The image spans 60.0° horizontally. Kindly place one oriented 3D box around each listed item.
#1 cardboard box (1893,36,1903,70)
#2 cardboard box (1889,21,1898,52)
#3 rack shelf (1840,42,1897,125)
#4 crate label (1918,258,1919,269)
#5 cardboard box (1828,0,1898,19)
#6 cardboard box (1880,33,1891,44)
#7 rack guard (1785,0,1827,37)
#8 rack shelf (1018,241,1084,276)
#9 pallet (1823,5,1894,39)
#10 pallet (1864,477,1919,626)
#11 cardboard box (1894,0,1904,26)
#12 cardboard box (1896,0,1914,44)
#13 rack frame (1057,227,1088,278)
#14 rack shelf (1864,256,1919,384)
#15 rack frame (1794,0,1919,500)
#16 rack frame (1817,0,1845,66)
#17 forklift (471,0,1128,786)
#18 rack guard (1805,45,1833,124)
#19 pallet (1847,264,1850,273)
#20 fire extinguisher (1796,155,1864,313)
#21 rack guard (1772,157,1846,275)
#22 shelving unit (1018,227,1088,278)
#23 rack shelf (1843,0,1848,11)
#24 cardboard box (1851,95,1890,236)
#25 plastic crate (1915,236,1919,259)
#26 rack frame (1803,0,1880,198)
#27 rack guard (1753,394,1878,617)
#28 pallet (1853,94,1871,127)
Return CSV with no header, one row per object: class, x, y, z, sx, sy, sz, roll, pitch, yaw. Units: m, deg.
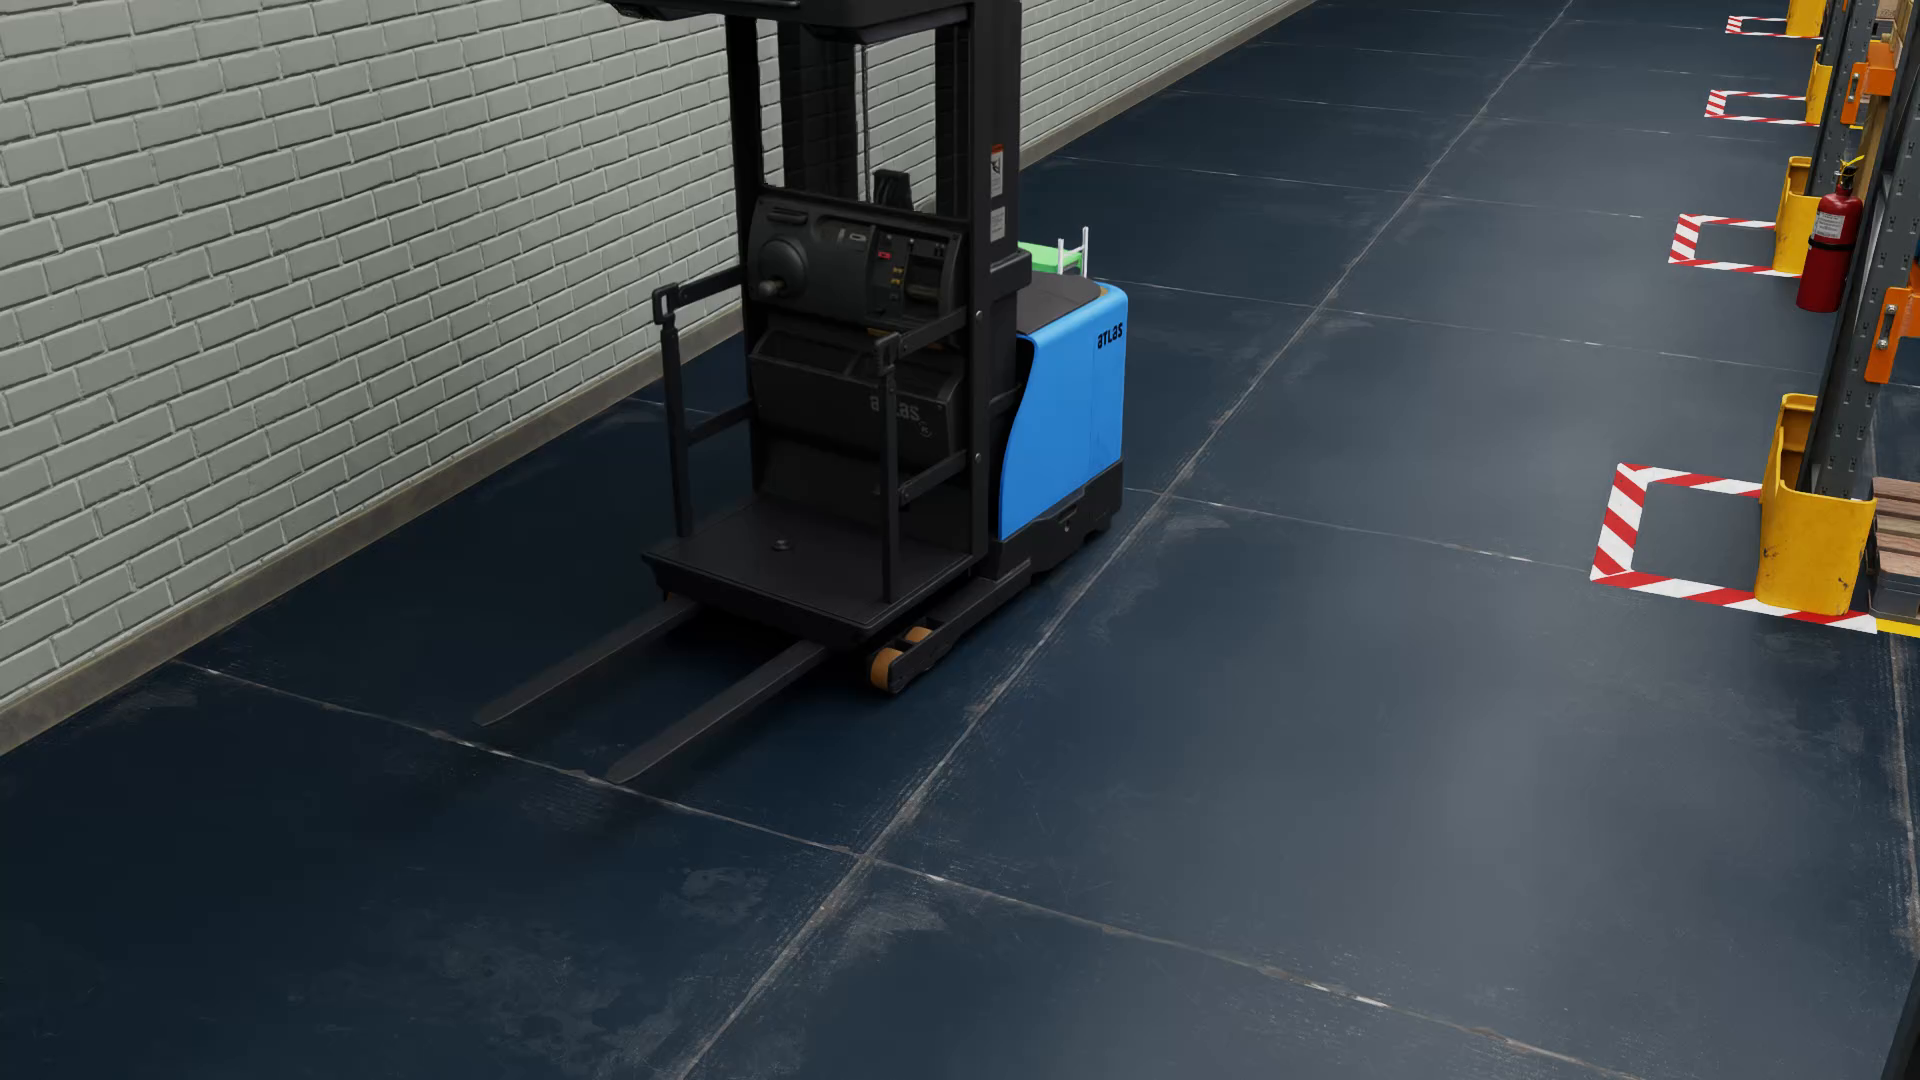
cardboard box,5.877,-2.978,10.188,0.250,0.149,0.380,12,29,22
cardboard box,6.151,-3.243,10.726,0.250,0.149,0.380,12,29,23
rack shelf,7.511,-2.600,9.950,4.000,0.370,1.077,11,28,22
crate label,3.729,-1.071,6.152,0.303,0.233,0.416,11,28,22
cardboard box,10.435,-6.232,18.937,0.875,0.438,0.875,10,28,20
cardboard box,8.423,-4.446,14.963,0.250,0.149,0.380,12,29,22
rack guard,9.771,-6.156,19.188,0.348,0.500,1.175,11,28,22
rack shelf,0.289,-1.231,7.449,0.480,0.148,0.258,16,30,29
pallet,10.553,-5.908,19.010,1.213,0.211,1.003,11,28,22
pallet,4.375,0.120,6.767,1.213,0.211,1.003,11,28,22
cardboard box,6.242,-3.373,10.538,0.500,0.250,0.500,11,28,21
cardboard box,6.016,-3.159,10.102,0.500,0.250,0.500,11,28,20
rack frame,0.494,-0.799,7.514,0.015,1.200,0.240,16,30,29
rack shelf,5.461,-0.609,5.905,4.000,0.370,1.077,11,28,22
rack frame,3.640,-1.297,6.489,0.127,3.000,1.000,11,28,22
rack frame,7.836,-5.265,14.547,0.127,3.000,1.000,11,28,22
forklift,-0.512,-0.990,5.942,1.130,2.935,3.031,16,31,30
rack guard,7.905,-4.129,15.071,0.348,0.500,1.175,11,28,22
pallet,6.451,-1.923,10.917,1.213,0.211,1.003,11,28,22
fire extinguisher,3.691,-1.305,7.015,0.183,0.674,0.296,11,28,22
rack guard,5.669,-2.172,11.095,0.348,0.500,1.175,11,28,22
shelving unit,0.289,-0.857,7.633,0.503,1.200,0.258,16,30,29
rack shelf,9.656,-4.576,13.963,4.000,0.370,1.077,11,28,22
cardboard box,6.306,-2.439,10.738,0.875,0.875,0.875,11,28,22
plastic crate,4.023,-1.354,6.496,0.499,0.435,0.616,11,28,22
rack frame,5.691,-3.289,10.534,0.127,3.000,1.000,11,28,22
rack guard,3.613,-0.175,7.039,0.348,0.500,1.175,11,28,22
pallet,8.630,-3.837,14.804,1.213,0.211,1.003,11,28,22
